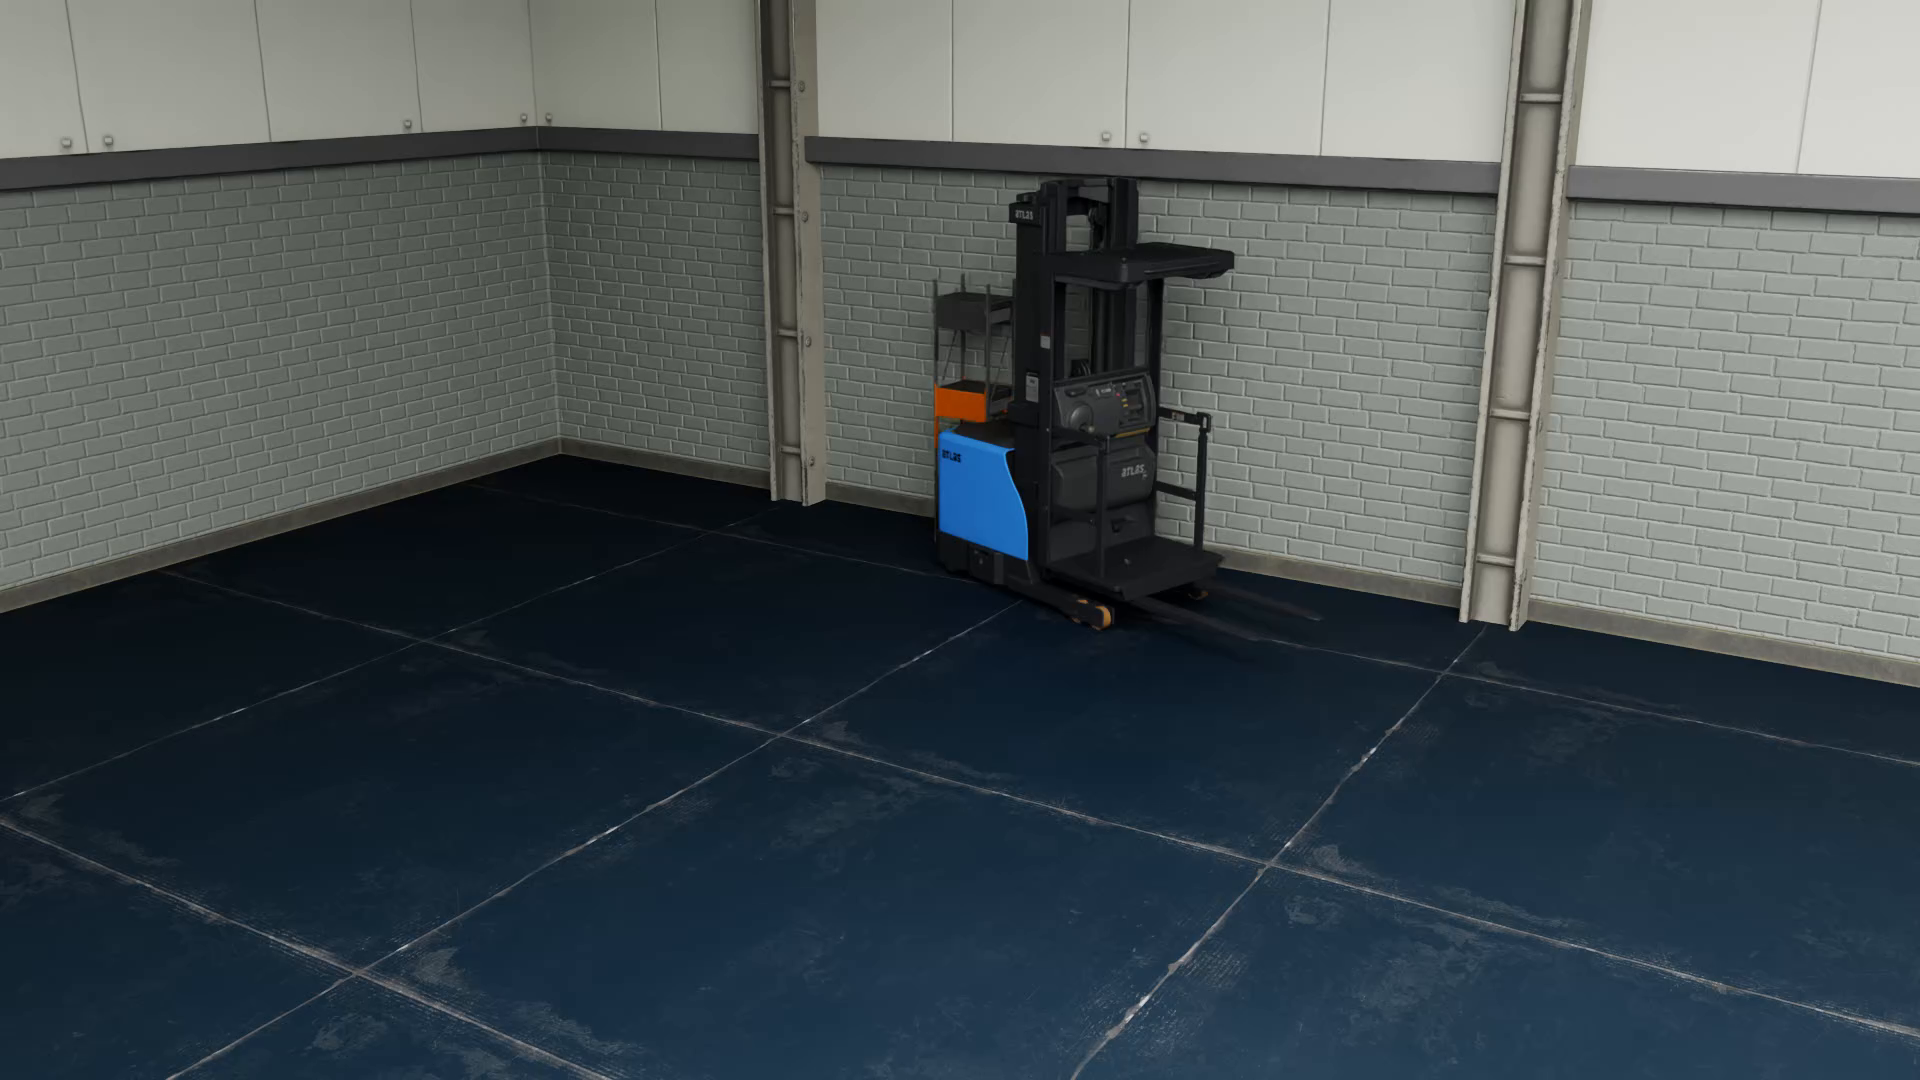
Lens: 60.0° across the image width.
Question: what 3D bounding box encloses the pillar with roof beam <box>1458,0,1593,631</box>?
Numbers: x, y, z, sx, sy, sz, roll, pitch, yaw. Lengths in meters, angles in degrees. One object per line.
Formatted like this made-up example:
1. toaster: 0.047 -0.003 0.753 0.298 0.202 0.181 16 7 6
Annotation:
1. pillar with roof beam: 1.452 -2.685 6.738 0.400 9.000 9.100 10 20 30

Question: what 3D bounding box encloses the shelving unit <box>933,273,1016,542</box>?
1. shelving unit: 0.116 -0.996 13.046 0.503 2.100 0.431 11 20 33

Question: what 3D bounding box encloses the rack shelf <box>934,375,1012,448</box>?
1. rack shelf: 0.116 -0.983 13.050 0.480 0.518 0.431 11 20 33

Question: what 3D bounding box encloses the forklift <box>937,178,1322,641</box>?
1. forklift: 1.155 -0.952 11.474 1.130 2.935 3.031 -14 22 -38

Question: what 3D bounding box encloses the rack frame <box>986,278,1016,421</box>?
1. rack frame: 0.316 -0.955 12.913 0.015 2.100 0.400 11 20 33

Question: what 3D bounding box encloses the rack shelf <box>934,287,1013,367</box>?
1. rack shelf: 0.116 -1.652 12.847 0.480 0.518 0.431 11 20 33

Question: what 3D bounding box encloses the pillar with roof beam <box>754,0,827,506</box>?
1. pillar with roof beam: -3.661 -3.598 9.743 0.400 9.000 9.100 10 20 30

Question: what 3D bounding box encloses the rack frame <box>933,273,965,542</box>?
1. rack frame: -0.084 -1.036 13.180 0.015 2.100 0.400 11 20 33

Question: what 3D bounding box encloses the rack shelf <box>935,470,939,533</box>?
1. rack shelf: 0.116 -0.313 13.254 0.480 0.518 0.431 11 20 33
